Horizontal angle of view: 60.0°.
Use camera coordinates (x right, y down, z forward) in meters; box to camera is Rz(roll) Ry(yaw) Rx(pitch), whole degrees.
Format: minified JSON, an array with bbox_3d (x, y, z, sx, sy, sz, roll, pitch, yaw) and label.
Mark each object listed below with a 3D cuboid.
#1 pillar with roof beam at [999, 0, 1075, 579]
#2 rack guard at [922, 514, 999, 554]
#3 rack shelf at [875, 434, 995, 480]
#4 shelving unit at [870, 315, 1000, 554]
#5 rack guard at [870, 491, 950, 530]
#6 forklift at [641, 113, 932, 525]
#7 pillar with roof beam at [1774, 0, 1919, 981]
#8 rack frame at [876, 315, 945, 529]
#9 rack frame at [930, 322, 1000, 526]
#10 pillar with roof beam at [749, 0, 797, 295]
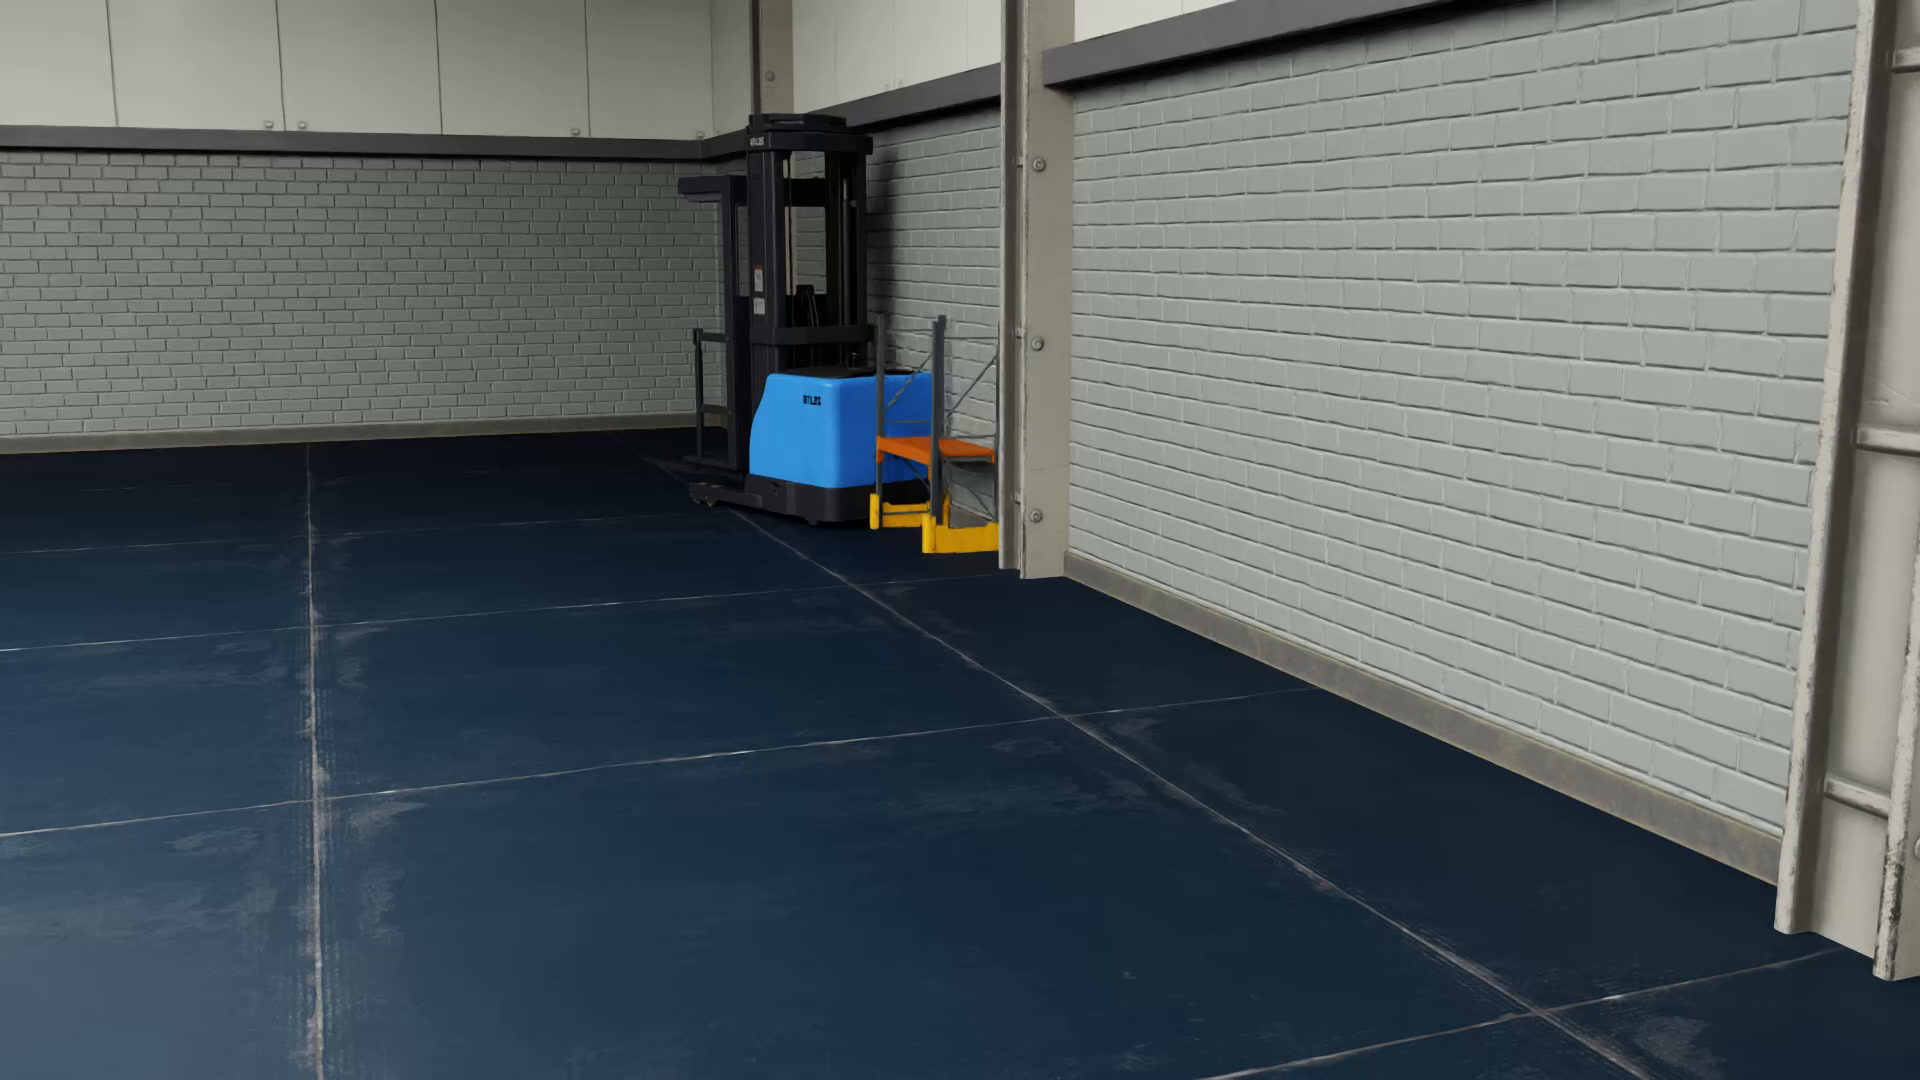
[{"bbox_3d":[-3.557,-3.962,7.999,9.100,9.000,0.400,-4,11,-21],"label":"pillar with roof beam"},{"bbox_3d":[0.034,-0.052,10.957,0.587,0.250,0.087,-3,11,-23],"label":"rack guard"},{"bbox_3d":[-0.157,-0.573,11.341,0.538,0.185,1.000,-3,11,-23],"label":"rack shelf"},{"bbox_3d":[-0.150,-0.748,11.302,0.587,1.500,1.083,-3,11,-23],"label":"shelving unit"},{"bbox_3d":[-0.357,-0.213,11.858,0.587,0.250,0.087,-3,11,-23],"label":"rack guard"},{"bbox_3d":[-1.469,-1.752,12.901,1.130,2.935,3.031,-8,13,-39],"label":"forklift"},{"bbox_3d":[-1.382,-2.983,2.493,9.100,9.000,0.400,-4,11,-21],"label":"pillar with roof beam"},{"bbox_3d":[-0.353,-0.832,11.771,0.500,1.500,0.032,-3,11,-23],"label":"rack frame"},{"bbox_3d":[0.046,-0.667,10.850,0.500,1.500,0.032,-3,11,-23],"label":"rack frame"},{"bbox_3d":[-5.731,-4.941,13.505,9.100,9.000,0.400,-4,11,-21],"label":"pillar with roof beam"}]
